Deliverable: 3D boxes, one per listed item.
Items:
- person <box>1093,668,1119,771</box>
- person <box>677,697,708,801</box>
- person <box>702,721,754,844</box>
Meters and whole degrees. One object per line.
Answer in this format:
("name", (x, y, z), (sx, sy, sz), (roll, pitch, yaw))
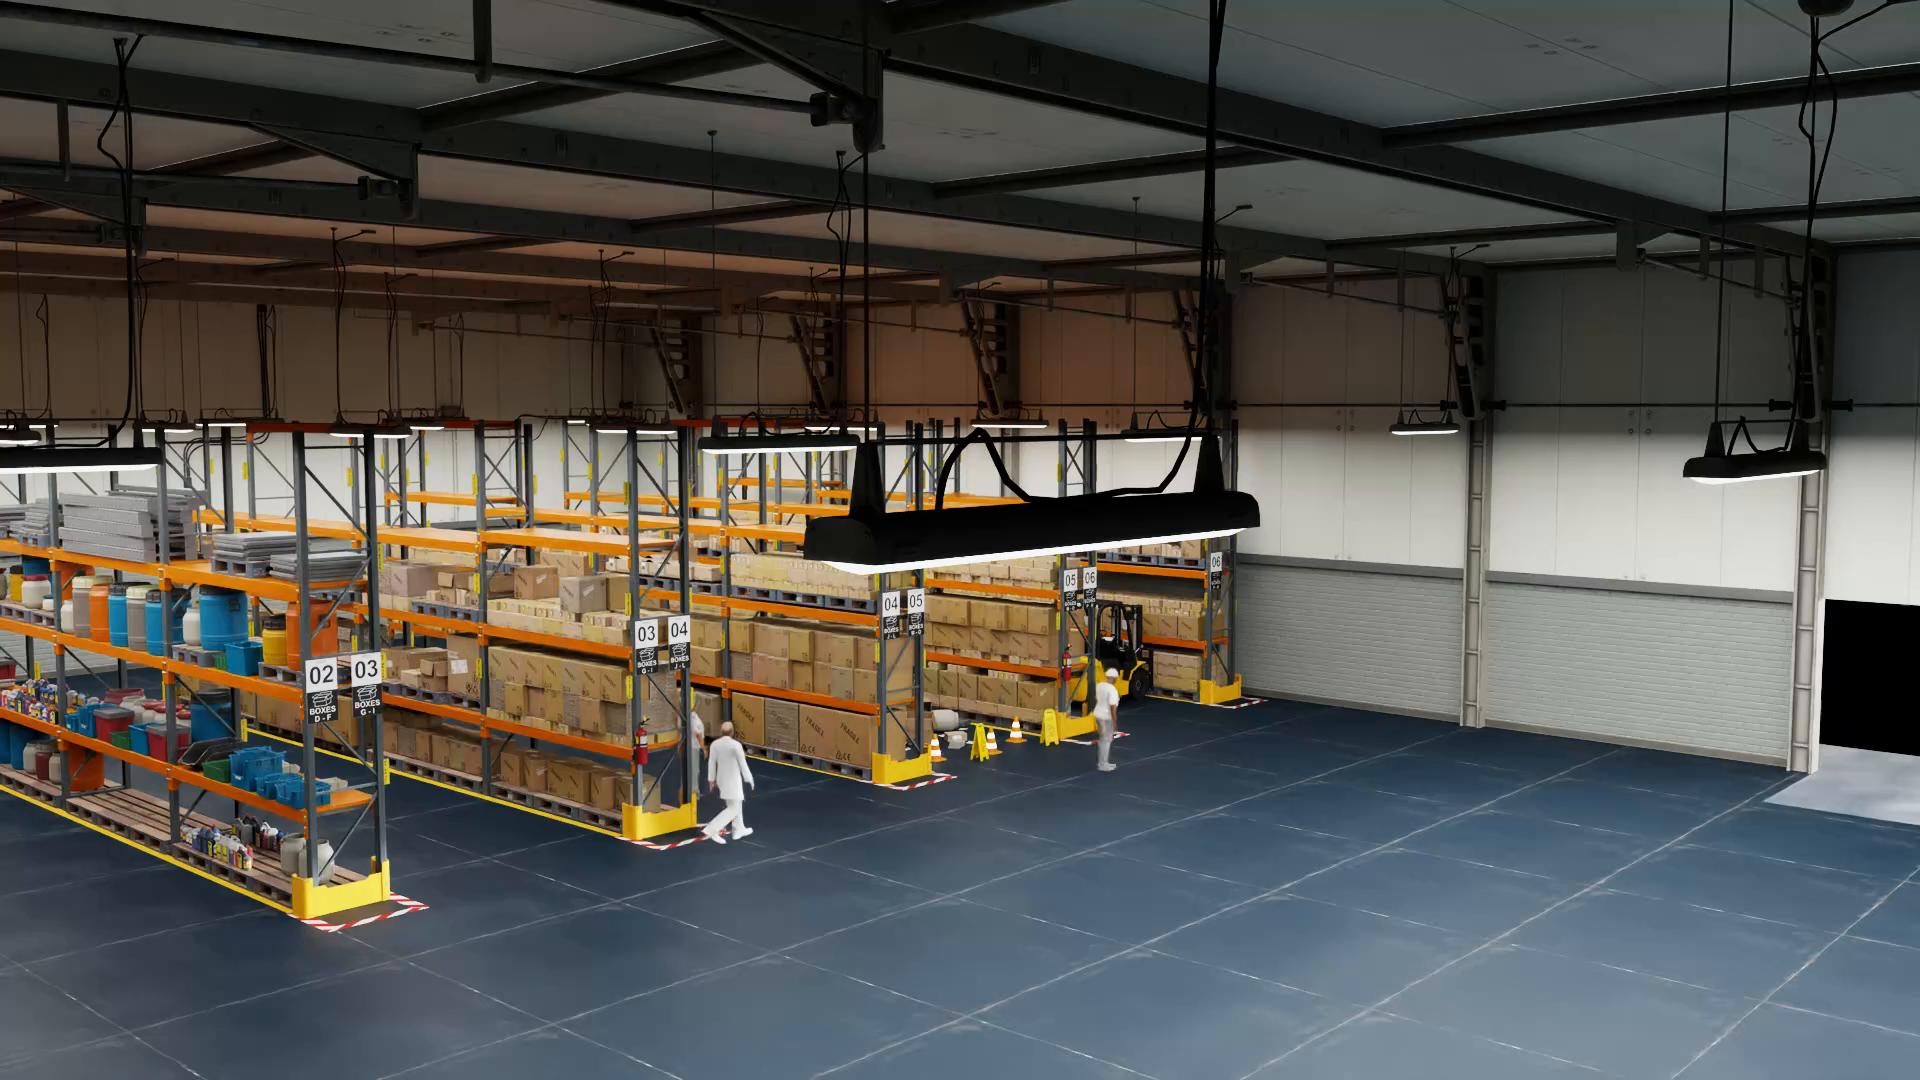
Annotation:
("person", (2.564, 3.101, 28.803), (0.448, 1.773, 0.603), (-2, 5, -23))
("person", (-4.261, 3.355, 26.610), (0.491, 1.695, 0.515), (-2, 5, -26))
("person", (-3.387, 3.488, 23.997), (0.962, 1.739, 0.611), (-4, 6, -44))
